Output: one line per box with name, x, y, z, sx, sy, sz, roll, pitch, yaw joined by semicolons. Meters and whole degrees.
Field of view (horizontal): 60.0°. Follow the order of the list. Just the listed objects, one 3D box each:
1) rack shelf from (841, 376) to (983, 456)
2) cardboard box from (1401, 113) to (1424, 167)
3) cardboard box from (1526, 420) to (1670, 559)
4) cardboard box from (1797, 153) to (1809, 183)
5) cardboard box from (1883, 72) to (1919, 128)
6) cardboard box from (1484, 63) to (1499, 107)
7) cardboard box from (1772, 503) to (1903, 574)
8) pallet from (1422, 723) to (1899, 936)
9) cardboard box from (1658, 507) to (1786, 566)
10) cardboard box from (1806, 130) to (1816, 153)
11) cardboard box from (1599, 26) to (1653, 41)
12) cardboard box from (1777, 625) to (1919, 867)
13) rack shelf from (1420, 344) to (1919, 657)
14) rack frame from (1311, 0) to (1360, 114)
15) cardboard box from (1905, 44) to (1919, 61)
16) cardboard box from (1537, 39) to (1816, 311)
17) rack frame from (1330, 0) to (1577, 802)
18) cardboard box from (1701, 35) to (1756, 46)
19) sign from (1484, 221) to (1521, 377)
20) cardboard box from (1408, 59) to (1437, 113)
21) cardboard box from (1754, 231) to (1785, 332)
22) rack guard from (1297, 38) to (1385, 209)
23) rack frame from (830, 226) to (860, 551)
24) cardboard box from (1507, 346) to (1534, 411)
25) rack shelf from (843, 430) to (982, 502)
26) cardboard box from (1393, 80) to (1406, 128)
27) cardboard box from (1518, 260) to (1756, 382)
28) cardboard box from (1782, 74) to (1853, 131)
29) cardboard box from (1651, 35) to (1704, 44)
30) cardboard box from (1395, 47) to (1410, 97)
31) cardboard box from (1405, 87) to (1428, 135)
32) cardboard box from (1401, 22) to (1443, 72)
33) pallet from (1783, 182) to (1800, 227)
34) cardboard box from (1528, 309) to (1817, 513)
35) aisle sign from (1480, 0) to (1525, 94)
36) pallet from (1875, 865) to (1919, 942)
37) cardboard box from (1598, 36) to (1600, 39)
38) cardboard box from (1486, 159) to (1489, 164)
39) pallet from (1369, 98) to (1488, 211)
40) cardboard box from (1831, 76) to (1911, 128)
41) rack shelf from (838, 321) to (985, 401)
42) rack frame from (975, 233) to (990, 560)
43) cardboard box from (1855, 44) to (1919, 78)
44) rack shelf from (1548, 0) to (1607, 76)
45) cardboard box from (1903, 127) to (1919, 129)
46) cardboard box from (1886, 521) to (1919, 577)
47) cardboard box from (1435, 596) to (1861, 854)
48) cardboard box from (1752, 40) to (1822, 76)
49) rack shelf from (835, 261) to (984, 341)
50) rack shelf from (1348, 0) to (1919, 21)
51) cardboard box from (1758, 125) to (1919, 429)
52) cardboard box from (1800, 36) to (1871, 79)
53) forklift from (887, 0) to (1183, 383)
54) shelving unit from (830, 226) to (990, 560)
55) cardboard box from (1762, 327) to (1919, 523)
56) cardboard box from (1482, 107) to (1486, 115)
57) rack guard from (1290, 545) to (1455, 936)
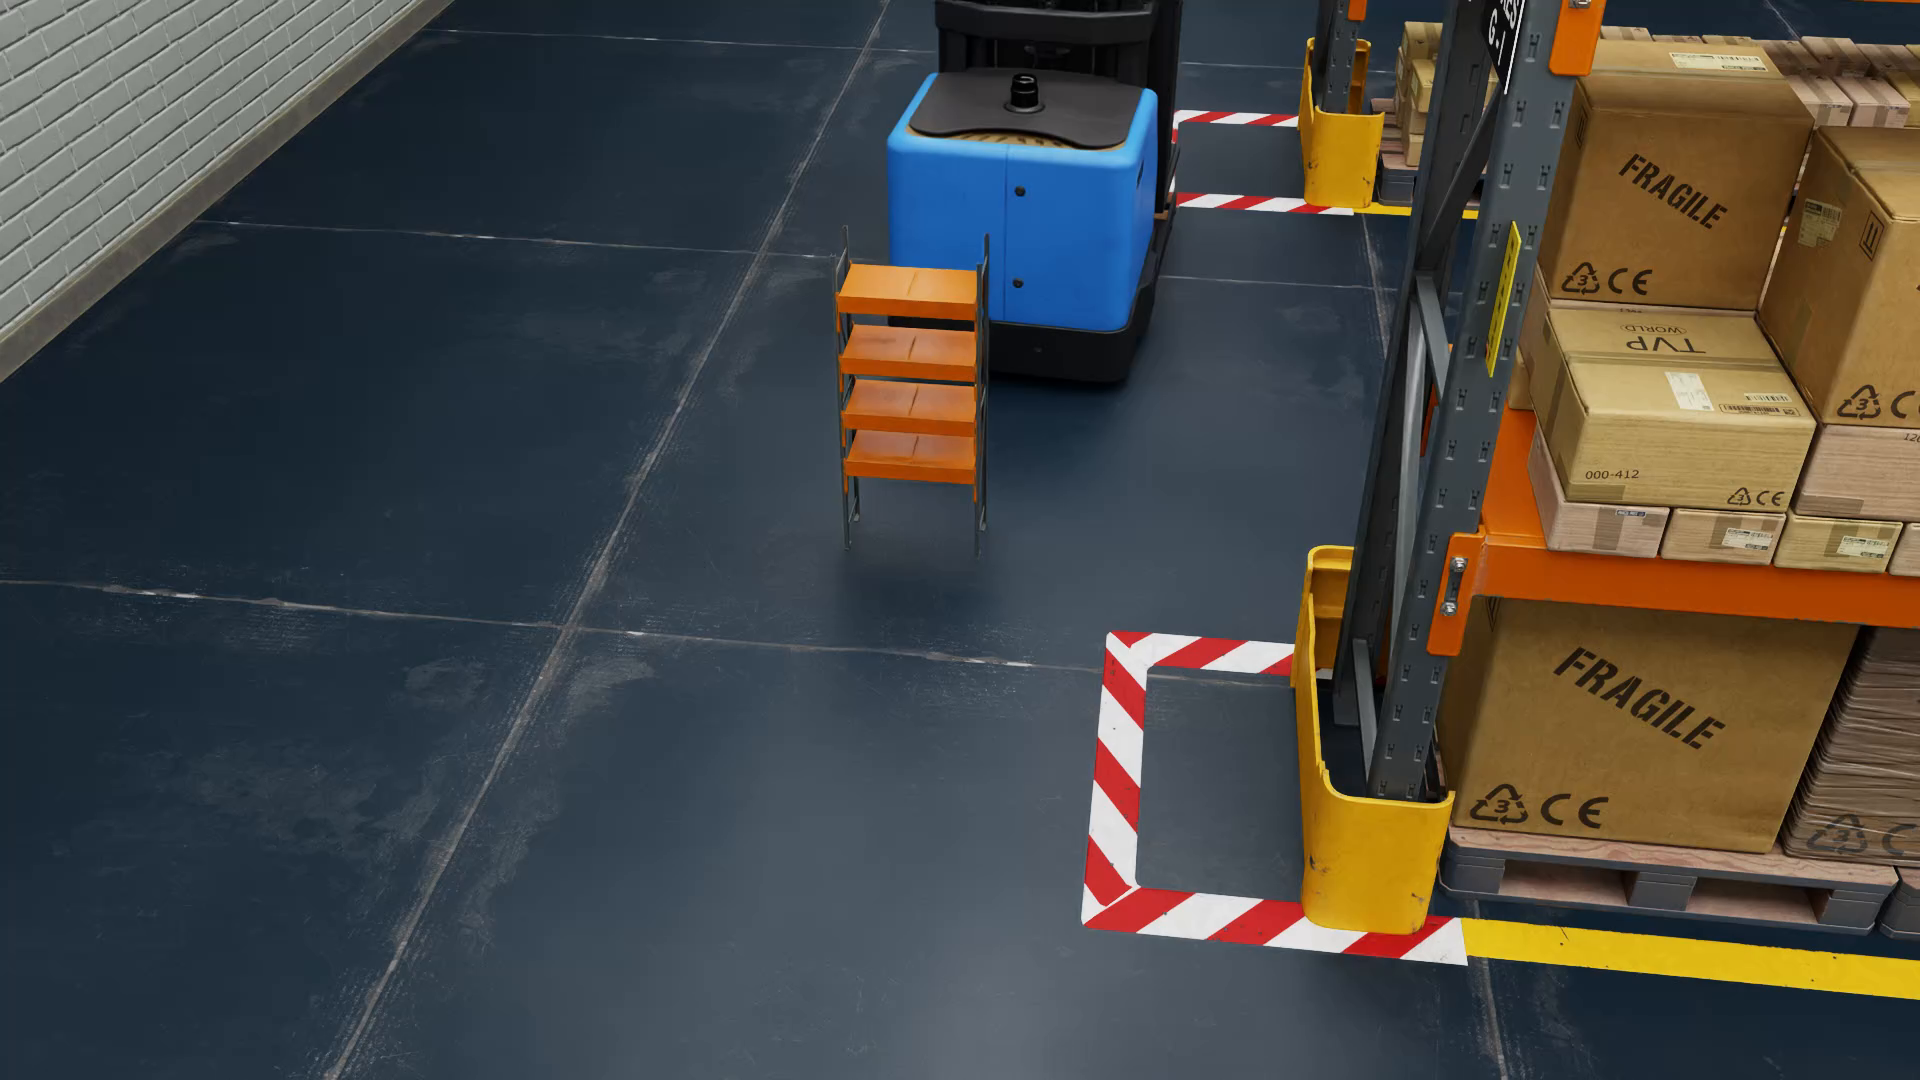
rack shelf;-0.164;-0.446;5.958;0.480;0.148;0.258;4;36;6
cardboard box;2.453;-2.087;8.685;0.250;0.149;0.380;5;36;7
cardboard box;1.552;-0.131;4.067;0.250;0.149;0.380;5;36;6
cardboard box;4.233;-1.982;8.537;0.250;0.149;0.380;5;36;7
cardboard box;4.802;-2.207;8.341;0.250;0.149;0.380;5;36;7
cardboard box;2.739;-2.367;8.565;0.250;0.149;0.380;5;36;7
cardboard box;2.061;-0.094;4.016;0.250;0.149;0.380;3;36;5
pallet;2.045;0.700;5.088;1.213;0.211;1.003;4;36;6
cardboard box;1.807;-0.113;4.042;0.250;0.149;0.380;4;36;5
cardboard box;4.296;-2.112;8.464;0.250;0.149;0.380;3;36;4
cardboard box;3.569;-2.618;8.917;0.250;0.149;0.380;6;36;8
cardboard box;2.790;0.313;4.697;0.875;0.875;0.875;4;36;6
rack shelf;3.226;-0.009;4.299;4.000;0.370;1.077;4;36;6
rack frame;1.974;-3.300;8.292;0.127;3.000;1.000;4;36;6
cardboard box;5.104;-2.446;8.676;0.250;0.149;0.380;4;36;5
cardboard box;1.759;-0.930;4.199;0.500;0.500;0.500;5;36;7
rack frame;1.242;-0.450;4.298;0.127;3.000;1.000;4;36;6
cardboard box;4.080;-2.532;8.796;0.250;0.149;0.380;4;36;6
sign;1.166;-0.515;3.576;0.005;0.325;0.100;4;36;6
cardboard box;2.451;-2.318;8.496;0.250;0.149;0.380;3;36;4
cardboard box;2.260;-0.589;4.366;0.500;0.250;0.500;4;36;5
rack guard;2.050;-2.277;9.010;0.348;0.500;1.175;4;36;6
rack frame;-0.406;-0.519;5.944;0.015;1.200;0.240;4;36;6
cardboard box;1.637;-0.511;4.600;0.250;0.149;0.380;5;36;7
rack shelf;-0.164;-0.284;6.073;0.480;0.148;0.258;4;36;6
cardboard box;2.523;-2.392;9.112;0.250;0.149;0.380;5;36;7
cardboard box;1.757;-0.627;4.419;0.500;0.250;0.500;4;36;5
cardboard box;4.253;-2.187;8.313;0.250;0.149;0.380;3;36;4
cardboard box;3.816;-2.535;8.800;0.250;0.149;0.380;3;36;4
cardboard box;2.534;-2.557;9.087;0.250;0.149;0.380;3;36;5
cardboard box;2.461;-2.245;8.650;0.250;0.149;0.380;6;36;8
cardboard box;2.532;-2.659;8.975;0.250;0.149;0.380;5;36;7
pallet;4.058;-1.987;8.853;1.213;0.211;1.003;4;36;6
cardboard box;1.684;-0.318;3.987;0.500;0.250;0.500;3;36;5
aisle sign;1.133;-1.340;3.308;0.004;0.787;0.394;4;36;6
pallet;3.252;0.791;4.960;1.213;0.211;1.003;4;36;6
cardboard box;3.295;-2.606;8.900;0.250;0.149;0.380;3;36;4
cardboard box;2.723;-2.115;8.724;0.250;0.149;0.380;4;36;6
pallet;2.851;-2.079;8.981;1.213;0.211;1.003;4;36;6
cardboard box;4.522;-2.174;8.295;0.250;0.149;0.380;3;36;4
rack shelf;-0.164;-0.628;5.828;0.480;0.148;0.258;4;36;6
rack frame;0.078;-0.483;5.893;0.015;1.200;0.240;4;36;6
cardboard box;4.842;-2.453;8.685;0.250;0.149;0.380;3;36;5
rack shelf;3.226;-1.230;3.428;4.000;0.370;1.077;4;36;6
cardboard box;4.815;-2.073;8.409;0.250;0.149;0.380;5;36;6
cardboard box;2.320;-0.075;3.990;0.250;0.149;0.380;4;36;5
cardboard box;1.887;0.246;4.791;0.875;0.875;0.875;4;36;6
cardboard box;4.319;-2.491;8.739;0.250;0.149;0.380;3;36;4
rack shelf;-0.164;-0.820;5.690;0.480;0.148;0.258;4;36;6
rack shelf;3.958;-2.859;8.293;4.000;0.370;1.077;4;36;6
cardboard box;2.180;-0.587;3.717;0.500;0.500;0.500;3;36;5
cardboard box;4.600;-2.518;8.777;0.250;0.149;0.380;5;36;7
forklift;0.494;-2.714;7.529;1.130;2.935;3.031;7;36;10
shelving unit;-0.164;-0.501;5.919;0.503;1.200;0.258;4;36;6
cardboard box;2.200;-0.284;3.939;0.500;0.250;0.500;4;36;5
cardboard box;2.726;-2.192;8.576;0.250;0.149;0.380;4;36;6
rack guard;1.218;0.566;5.026;0.348;0.500;1.175;4;36;6
